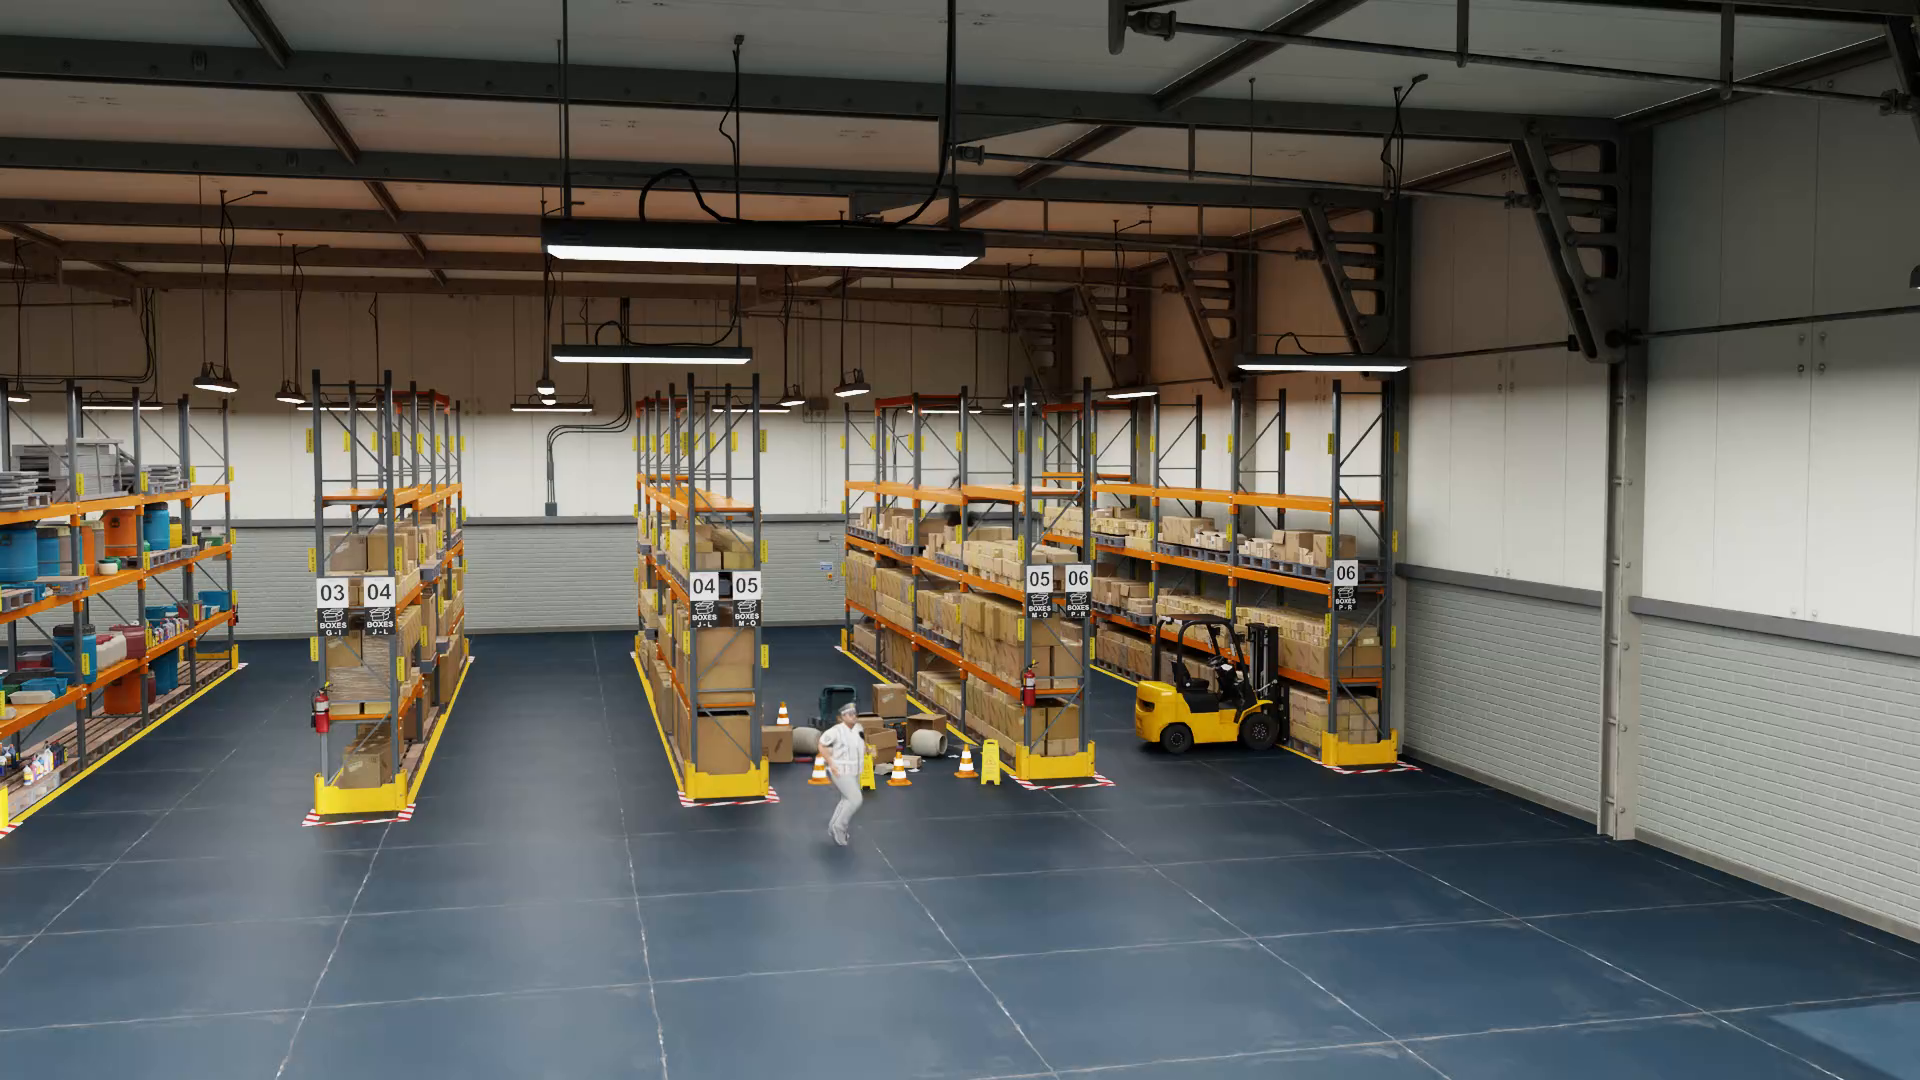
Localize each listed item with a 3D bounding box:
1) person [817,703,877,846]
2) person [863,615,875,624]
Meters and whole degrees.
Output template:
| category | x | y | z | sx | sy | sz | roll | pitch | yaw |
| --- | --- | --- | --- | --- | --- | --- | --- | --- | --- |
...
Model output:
| category | x | y | z | sx | sy | sz | roll | pitch | yaw |
| --- | --- | --- | --- | --- | --- | --- | --- | --- | --- |
| person | -1.369 | 2.931 | 20.852 | 0.700 | 1.811 | 0.630 | 2 | 4 | 34 |
| person | -2.263 | 1.781 | 41.865 | 0.814 | 1.582 | 0.645 | 2 | 4 | 29 |
